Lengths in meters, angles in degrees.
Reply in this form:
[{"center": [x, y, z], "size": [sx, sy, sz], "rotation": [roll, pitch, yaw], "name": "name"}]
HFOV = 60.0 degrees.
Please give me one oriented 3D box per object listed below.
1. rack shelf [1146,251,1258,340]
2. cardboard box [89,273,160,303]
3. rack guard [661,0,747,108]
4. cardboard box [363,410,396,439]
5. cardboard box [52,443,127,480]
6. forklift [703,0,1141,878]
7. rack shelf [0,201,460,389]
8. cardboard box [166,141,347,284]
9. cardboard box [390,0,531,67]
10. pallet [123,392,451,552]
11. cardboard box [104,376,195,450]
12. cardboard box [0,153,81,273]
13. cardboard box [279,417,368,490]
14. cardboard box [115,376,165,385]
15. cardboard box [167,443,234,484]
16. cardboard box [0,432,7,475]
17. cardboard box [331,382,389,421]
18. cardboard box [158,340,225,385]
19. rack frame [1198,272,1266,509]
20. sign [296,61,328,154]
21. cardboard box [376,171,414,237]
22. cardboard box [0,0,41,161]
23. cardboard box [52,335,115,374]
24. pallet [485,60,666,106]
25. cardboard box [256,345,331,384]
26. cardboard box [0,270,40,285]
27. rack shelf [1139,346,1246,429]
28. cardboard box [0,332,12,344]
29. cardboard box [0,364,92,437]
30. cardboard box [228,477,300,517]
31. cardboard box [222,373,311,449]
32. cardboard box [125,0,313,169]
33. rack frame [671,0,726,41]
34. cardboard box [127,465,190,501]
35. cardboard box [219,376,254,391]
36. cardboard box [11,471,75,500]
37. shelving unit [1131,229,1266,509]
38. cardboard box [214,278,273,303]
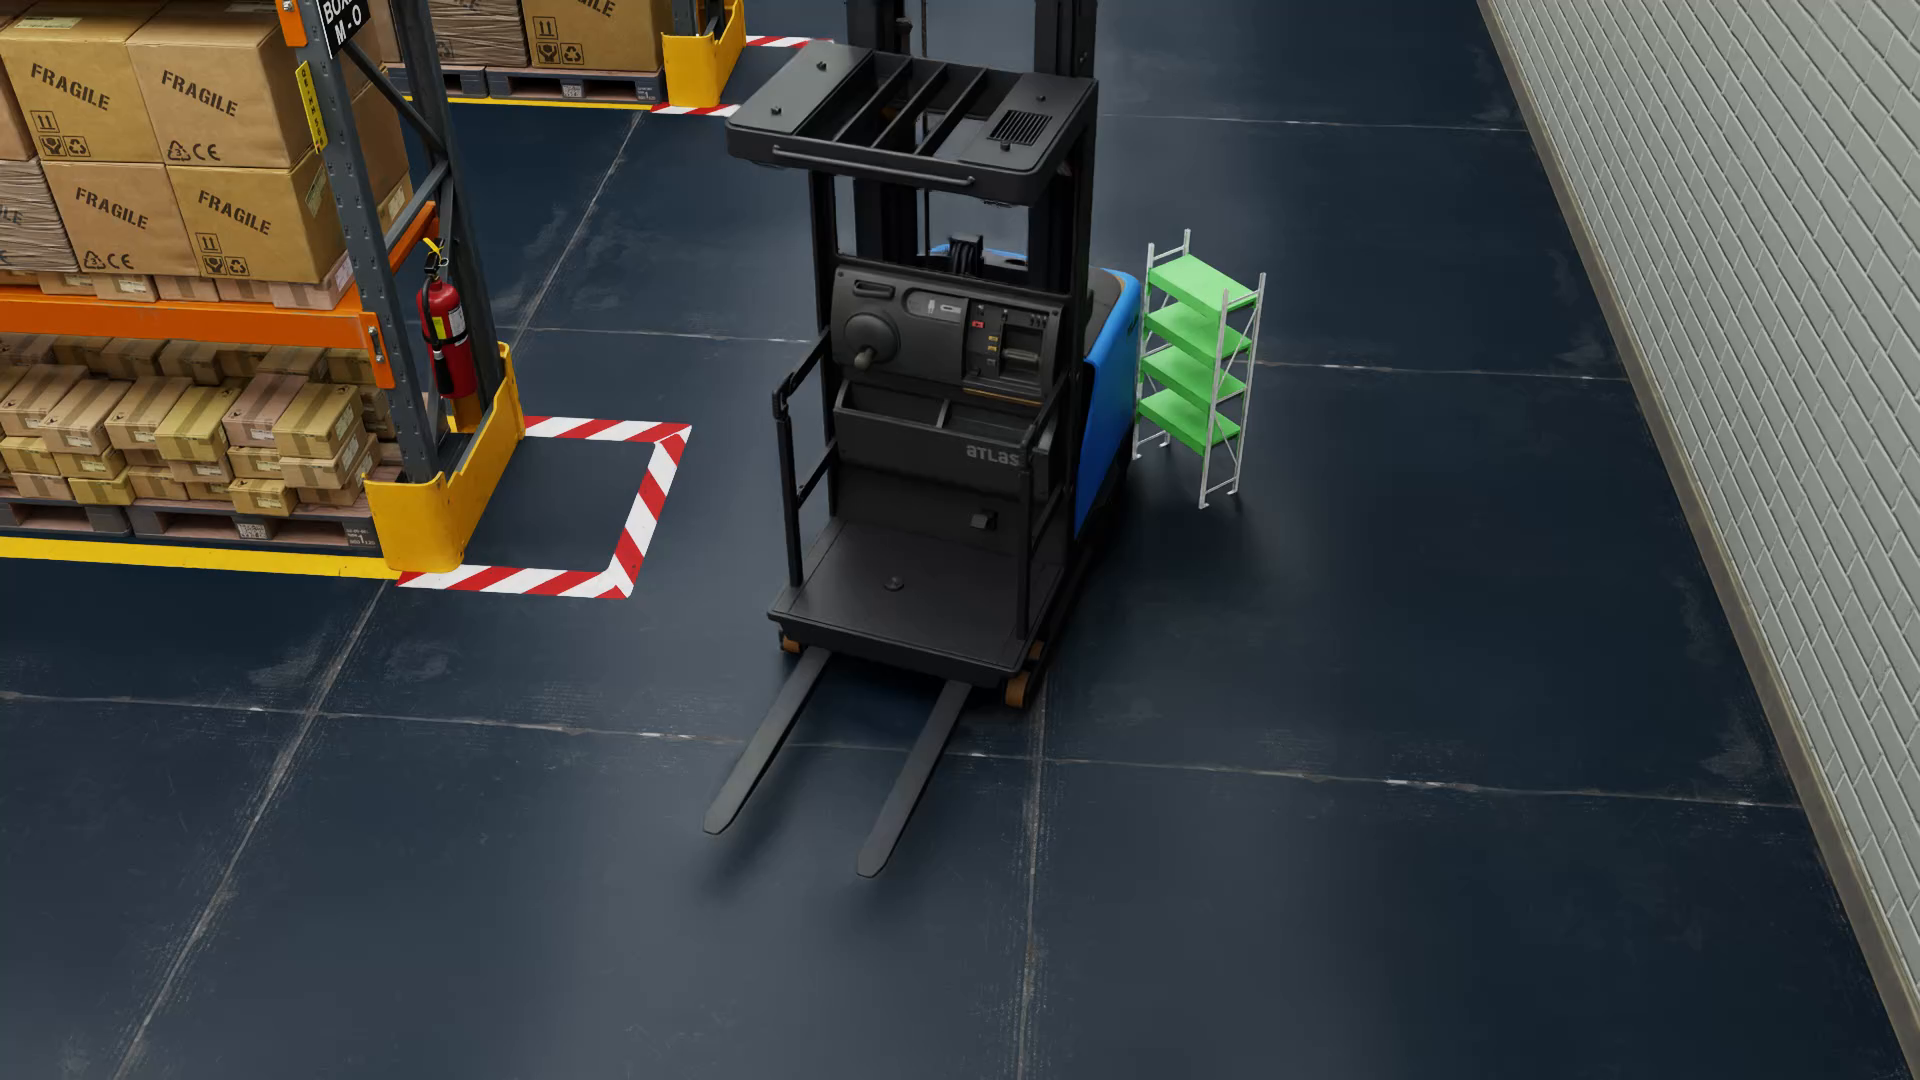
[{"center": [1.095, -1.107, 7.500], "size": [0.258, 0.148, 0.480], "rotation": [-25, 45, -27], "name": "rack shelf"}, {"center": [-3.440, -1.164, 7.003], "size": [0.250, 0.149, 0.380], "rotation": [4, 39, 5], "name": "cardboard box"}, {"center": [-1.786, -3.524, 11.684], "size": [0.348, 0.500, 1.175], "rotation": [3, 39, 4], "name": "rack guard"}, {"center": [-2.833, -0.668, 8.121], "size": [0.250, 0.149, 0.380], "rotation": [4, 39, 5], "name": "cardboard box"}, {"center": [-3.924, -0.450, 7.617], "size": [0.250, 0.149, 0.380], "rotation": [4, 39, 5], "name": "cardboard box"}, {"center": [-0.130, -0.733, 6.328], "size": [1.130, 2.935, 3.031], "rotation": [12, 41, 15], "name": "forklift"}, {"center": [-4.331, -1.211, 7.432], "size": [4.000, 0.370, 1.077], "rotation": [3, 39, 4], "name": "rack shelf"}, {"center": [-2.809, -1.398, 6.777], "size": [0.500, 0.500, 0.500], "rotation": [4, 39, 5], "name": "cardboard box"}, {"center": [-3.361, -3.868, 11.476], "size": [0.875, 0.875, 0.875], "rotation": [3, 39, 4], "name": "cardboard box"}, {"center": [-3.221, -0.370, 8.038], "size": [1.213, 0.211, 1.003], "rotation": [3, 39, 4], "name": "pallet"}, {"center": [-3.655, -0.577, 7.537], "size": [0.250, 0.149, 0.380], "rotation": [2, 39, 2], "name": "cardboard box"}, {"center": [-3.827, -1.451, 6.841], "size": [0.500, 0.500, 0.500], "rotation": [3, 39, 4], "name": "cardboard box"}, {"center": [-2.889, -0.403, 7.559], "size": [0.250, 0.149, 0.380], "rotation": [2, 39, 3], "name": "cardboard box"}, {"center": [-3.877, -0.789, 8.033], "size": [0.250, 0.149, 0.380], "rotation": [1, 39, 2], "name": "cardboard box"}, {"center": [-3.407, -0.430, 7.592], "size": [0.250, 0.149, 0.380], "rotation": [2, 39, 2], "name": "cardboard box"}, {"center": [-4.455, -0.474, 7.646], "size": [0.250, 0.149, 0.380], "rotation": [4, 39, 4], "name": "cardboard box"}, {"center": [-2.839, -0.744, 7.978], "size": [0.250, 0.149, 0.380], "rotation": [5, 39, 6], "name": "cardboard box"}, {"center": [-3.611, -0.906, 7.942], "size": [0.250, 0.149, 0.380], "rotation": [1, 39, 2], "name": "cardboard box"}, {"center": [1.239, -0.660, 7.610], "size": [0.240, 1.200, 0.015], "rotation": [-25, 45, -27], "name": "rack frame"}, {"center": [-2.407, -1.605, 6.178], "size": [0.005, 0.325, 0.100], "rotation": [3, 39, 4], "name": "sign"}, {"center": [-2.633, -1.508, 7.425], "size": [0.250, 0.149, 0.380], "rotation": [3, 39, 3], "name": "cardboard box"}, {"center": [-3.840, -1.842, 6.530], "size": [0.500, 0.500, 0.500], "rotation": [5, 39, 6], "name": "cardboard box"}, {"center": [-4.144, -0.971, 8.021], "size": [0.250, 0.149, 0.380], "rotation": [4, 39, 5], "name": "cardboard box"}, {"center": [-2.614, -3.408, 11.770], "size": [1.213, 0.211, 1.003], "rotation": [3, 39, 4], "name": "pallet"}, {"center": [-3.116, -0.851, 7.873], "size": [0.250, 0.149, 0.380], "rotation": [4, 39, 5], "name": "cardboard box"}, {"center": [-3.964, -1.249, 7.108], "size": [0.250, 0.149, 0.380], "rotation": [2, 39, 2], "name": "cardboard box"}, {"center": [1.095, -0.734, 7.803], "size": [0.258, 0.148, 0.480], "rotation": [-25, 45, -27], "name": "rack shelf"}, {"center": [-4.641, -1.007, 8.065], "size": [0.250, 0.149, 0.380], "rotation": [2, 39, 2], "name": "cardboard box"}, {"center": [-4.180, -0.640, 7.615], "size": [0.250, 0.149, 0.380], "rotation": [2, 39, 2], "name": "cardboard box"}, {"center": [-3.146, -0.286, 7.651], "size": [0.250, 0.149, 0.380], "rotation": [4, 39, 5], "name": "cardboard box"}, {"center": [-3.133, -0.588, 7.551], "size": [0.250, 0.149, 0.380], "rotation": [4, 39, 5], "name": "cardboard box"}, {"center": [-2.816, -1.792, 6.468], "size": [0.500, 0.500, 0.500], "rotation": [2, 39, 3], "name": "cardboard box"}, {"center": [-1.810, -4.495, 10.896], "size": [0.127, 3.000, 1.000], "rotation": [3, 39, 4], "name": "rack frame"}, {"center": [-3.649, -0.360, 7.742], "size": [0.250, 0.149, 0.380], "rotation": [4, 39, 4], "name": "cardboard box"}, {"center": [-3.358, -0.752, 7.988], "size": [0.250, 0.149, 0.380], "rotation": [4, 39, 4], "name": "cardboard box"}, {"center": [-4.179, -0.362, 7.744], "size": [0.250, 0.149, 0.380], "rotation": [4, 39, 5], "name": "cardboard box"}, {"center": [1.095, -0.784, 7.763], "size": [0.258, 1.200, 0.503], "rotation": [-25, 45, -27], "name": "shelving unit"}, {"center": [-2.933, -1.161, 6.999], "size": [0.250, 0.149, 0.380], "rotation": [3, 39, 4], "name": "cardboard box"}]
